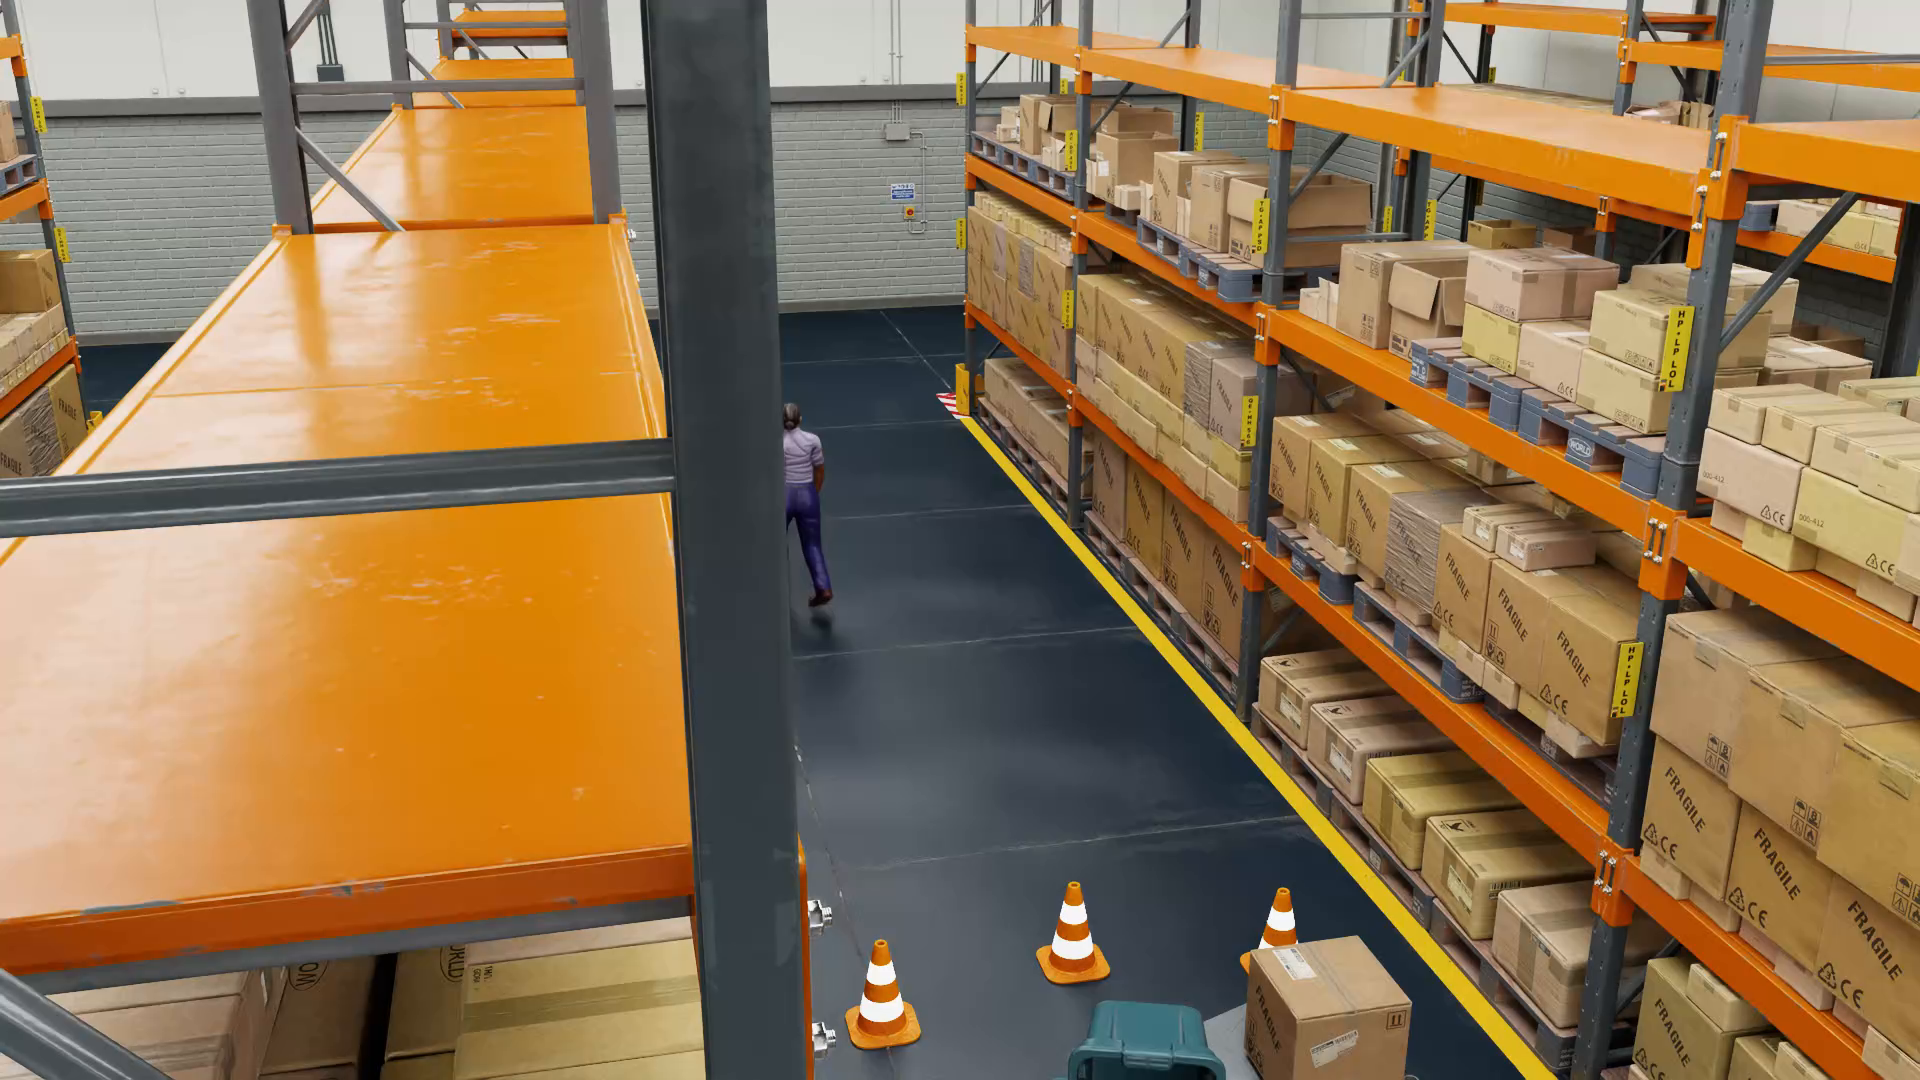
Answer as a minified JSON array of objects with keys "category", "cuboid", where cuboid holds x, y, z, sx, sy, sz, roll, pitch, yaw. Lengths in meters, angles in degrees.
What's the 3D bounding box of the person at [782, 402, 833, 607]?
[{"category":"person","cuboid":[-1.271,-0.287,12.937,0.517,1.585,1.048,-6,21,-17]}]
